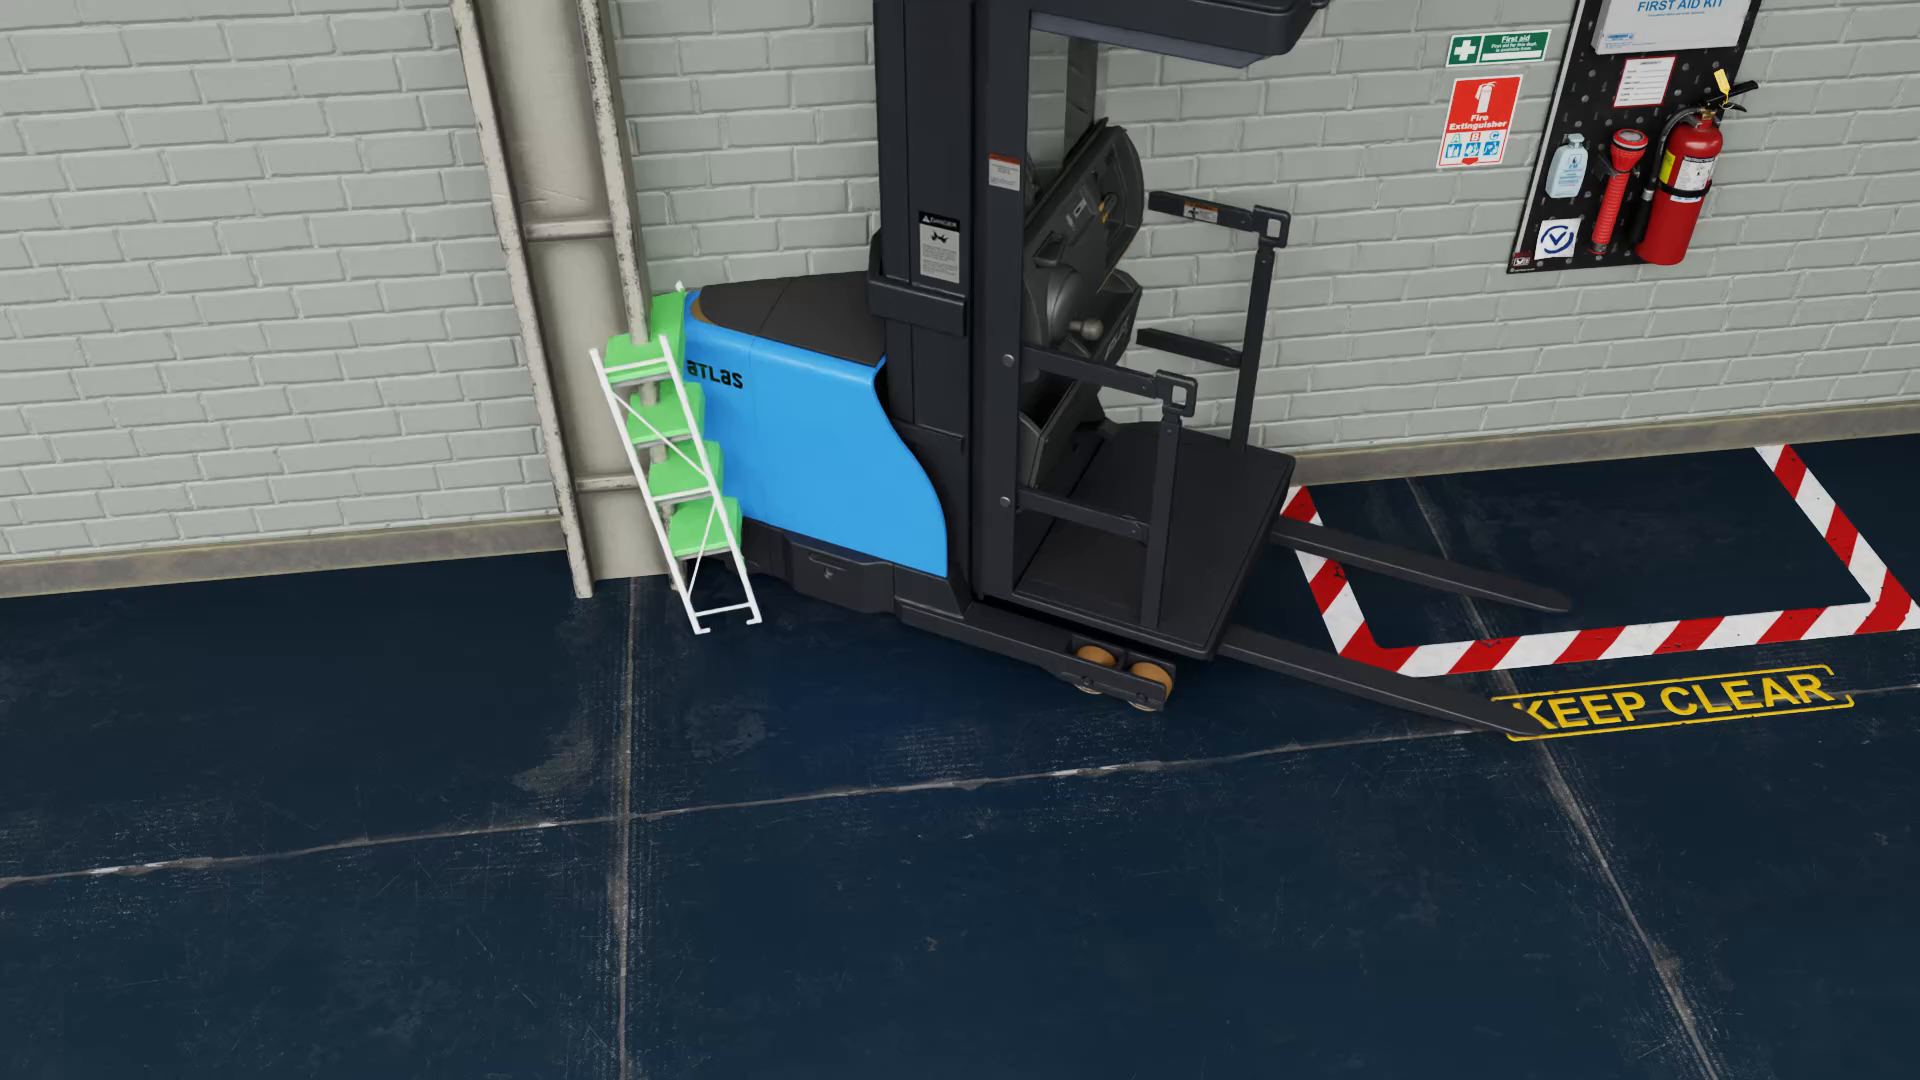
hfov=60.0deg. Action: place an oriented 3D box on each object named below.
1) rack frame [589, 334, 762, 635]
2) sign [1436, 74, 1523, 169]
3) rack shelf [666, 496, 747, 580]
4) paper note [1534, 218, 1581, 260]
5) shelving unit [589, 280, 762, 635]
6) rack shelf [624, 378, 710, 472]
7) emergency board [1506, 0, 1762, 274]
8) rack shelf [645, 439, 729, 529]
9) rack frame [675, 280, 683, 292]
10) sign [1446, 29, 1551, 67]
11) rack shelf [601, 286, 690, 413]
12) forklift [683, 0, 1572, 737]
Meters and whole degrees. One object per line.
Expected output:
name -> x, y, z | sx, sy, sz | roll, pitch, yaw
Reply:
rack frame -> -0.919, -0.151, 5.485 | 0.240, 1.200, 0.015 | -11, 39, 2
sign -> 1.722, -1.388, 5.522 | 0.234, 0.329, 0.001 | -5, 42, -6
rack shelf -> -0.887, -0.071, 5.865 | 0.258, 0.148, 0.480 | -11, 39, 2
paper note -> 2.100, -1.057, 5.840 | 0.142, 0.148, 0.016 | -5, 42, -6
shelving unit -> -0.939, -0.302, 5.675 | 0.258, 1.200, 0.503 | -11, 39, 2
rack shelf -> -0.969, -0.436, 5.565 | 0.258, 0.148, 0.480 | -11, 39, 2
emergency board -> 2.284, -1.354, 5.511 | 0.643, 1.169, 0.194 | -5, 42, -6
rack shelf -> -0.928, -0.254, 5.715 | 0.258, 0.148, 0.480 | -11, 39, 2
rack frame -> -0.960, -0.454, 5.866 | 0.240, 1.200, 0.015 | -11, 39, 2
sign -> 1.728, -1.579, 5.339 | 0.331, 0.109, 0.001 | -5, 42, -6
rack shelf -> -1.011, -0.619, 5.415 | 0.258, 0.148, 0.480 | -11, 39, 2
forklift -> 0.573, -0.920, 5.081 | 3.031, 2.935, 1.130 | 16, 45, 17
